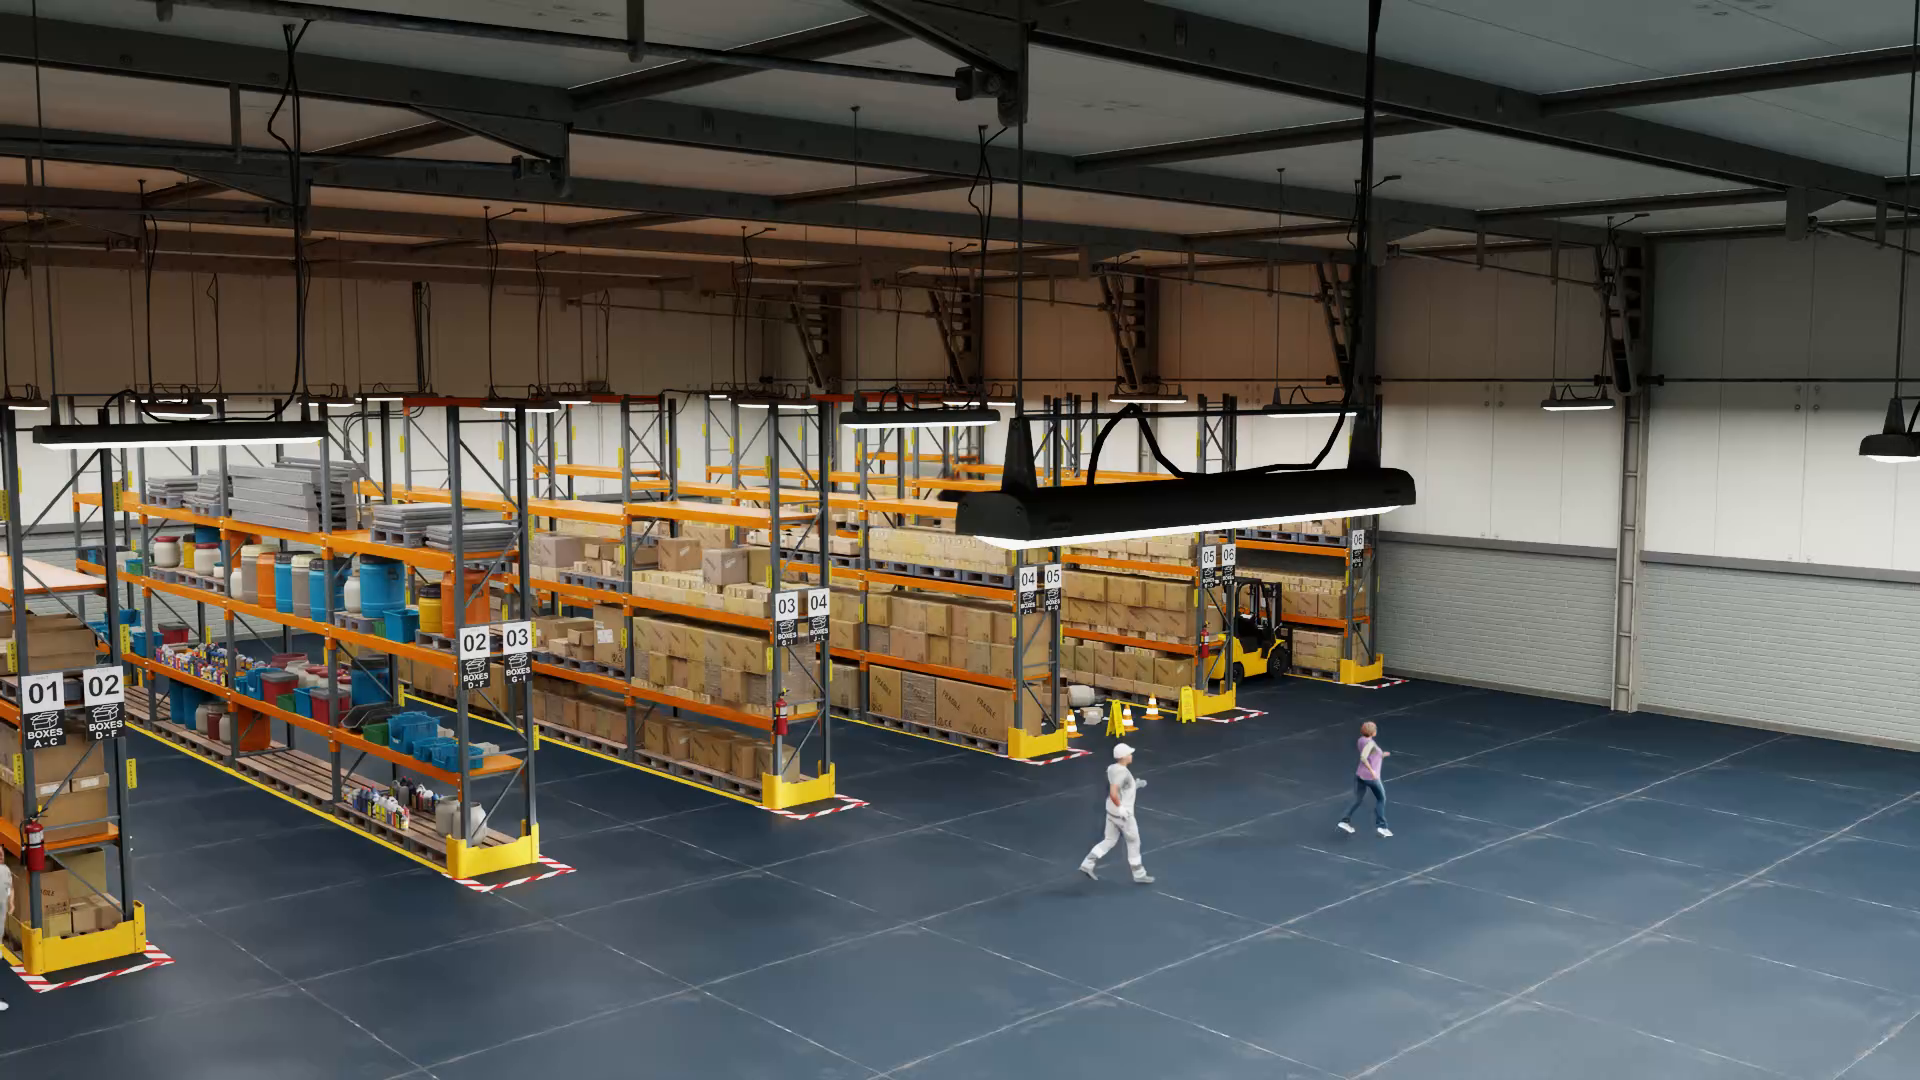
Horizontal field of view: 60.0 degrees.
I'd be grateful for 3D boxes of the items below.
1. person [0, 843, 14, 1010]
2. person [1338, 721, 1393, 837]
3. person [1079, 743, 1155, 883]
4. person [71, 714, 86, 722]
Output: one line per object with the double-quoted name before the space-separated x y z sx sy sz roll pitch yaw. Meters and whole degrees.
"person" -9.935 3.885 16.974 0.859 1.645 0.604 2 6 19
"person" 5.611 3.307 22.931 0.783 1.627 0.518 -2 6 -17
"person" 1.970 3.407 20.664 1.004 1.777 0.662 -2 6 -19
"person" -13.864 2.970 26.389 0.867 1.574 0.541 3 6 32
